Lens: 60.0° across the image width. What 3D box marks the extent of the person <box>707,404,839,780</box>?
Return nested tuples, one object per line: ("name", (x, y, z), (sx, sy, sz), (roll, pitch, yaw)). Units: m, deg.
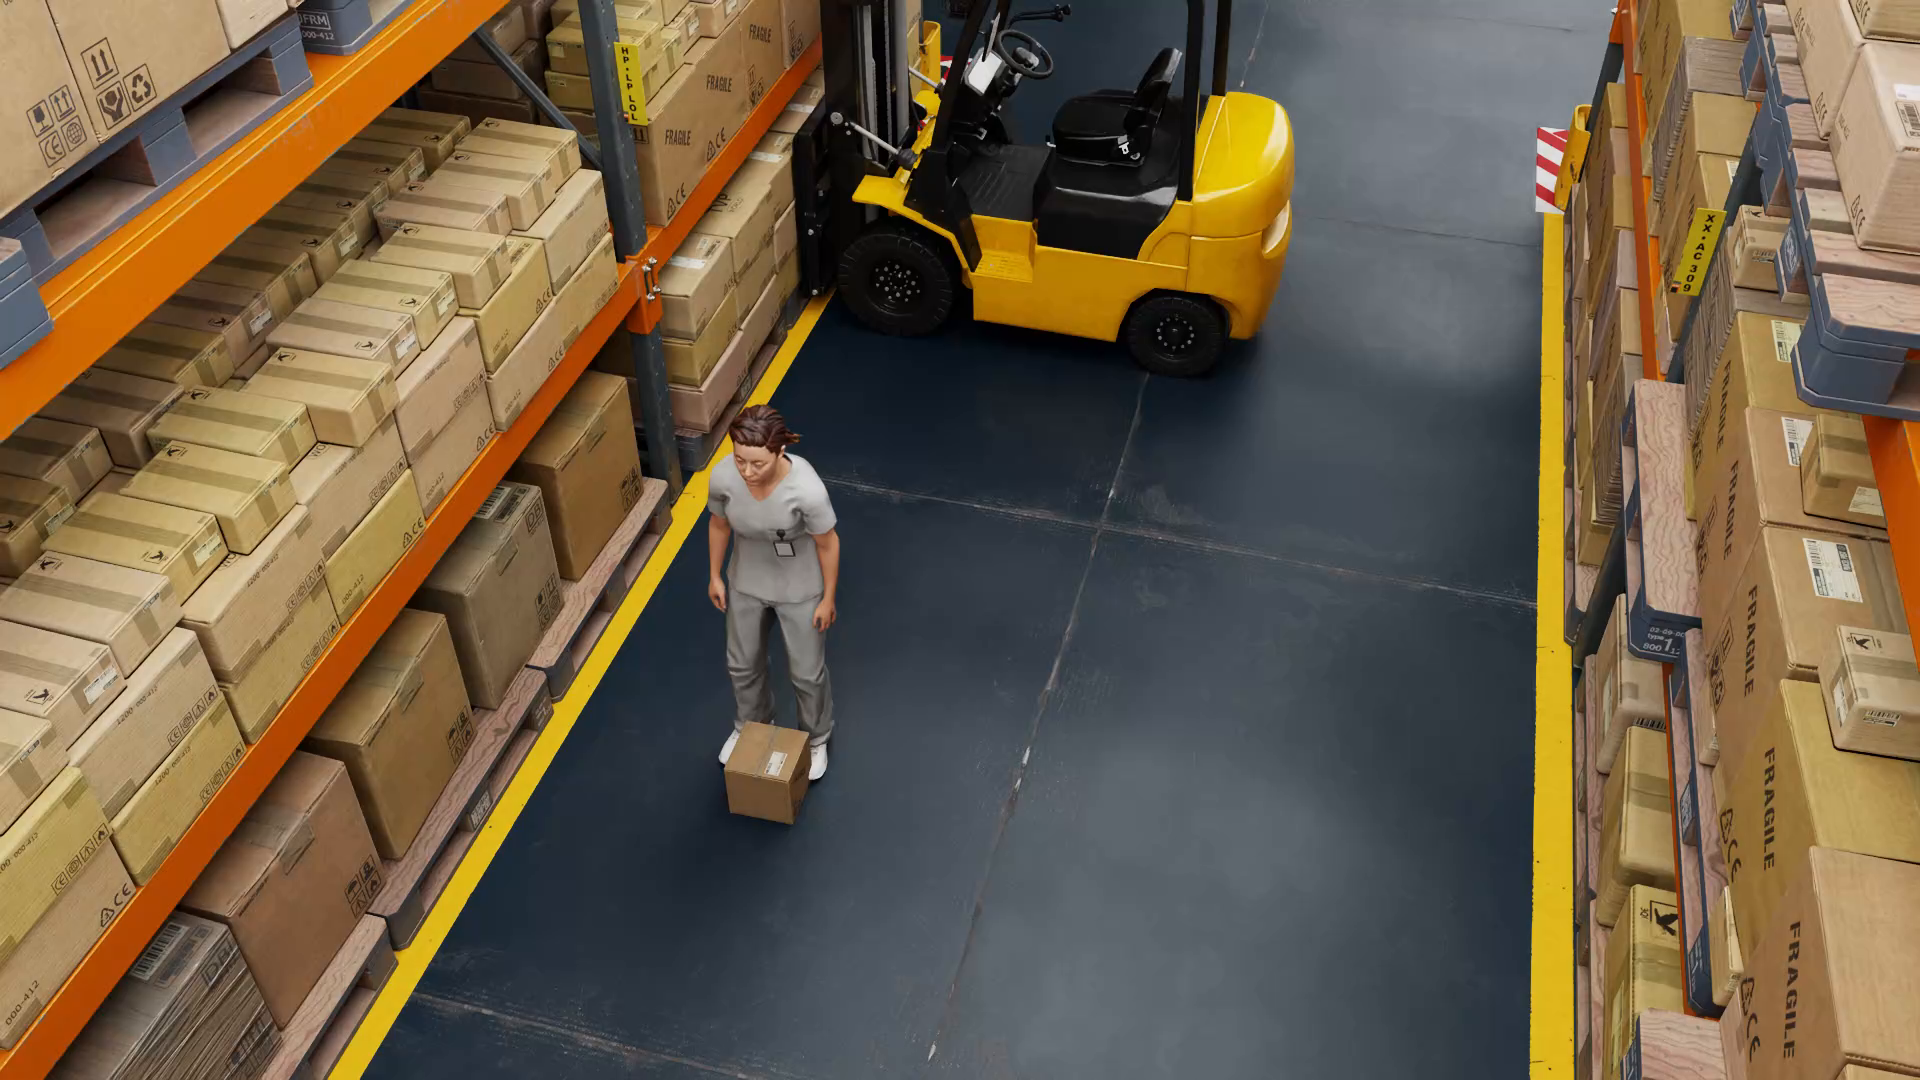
("person", (-0.663, 0.178, 5.955), (0.486, 1.673, 0.358), (10, 42, 12))
